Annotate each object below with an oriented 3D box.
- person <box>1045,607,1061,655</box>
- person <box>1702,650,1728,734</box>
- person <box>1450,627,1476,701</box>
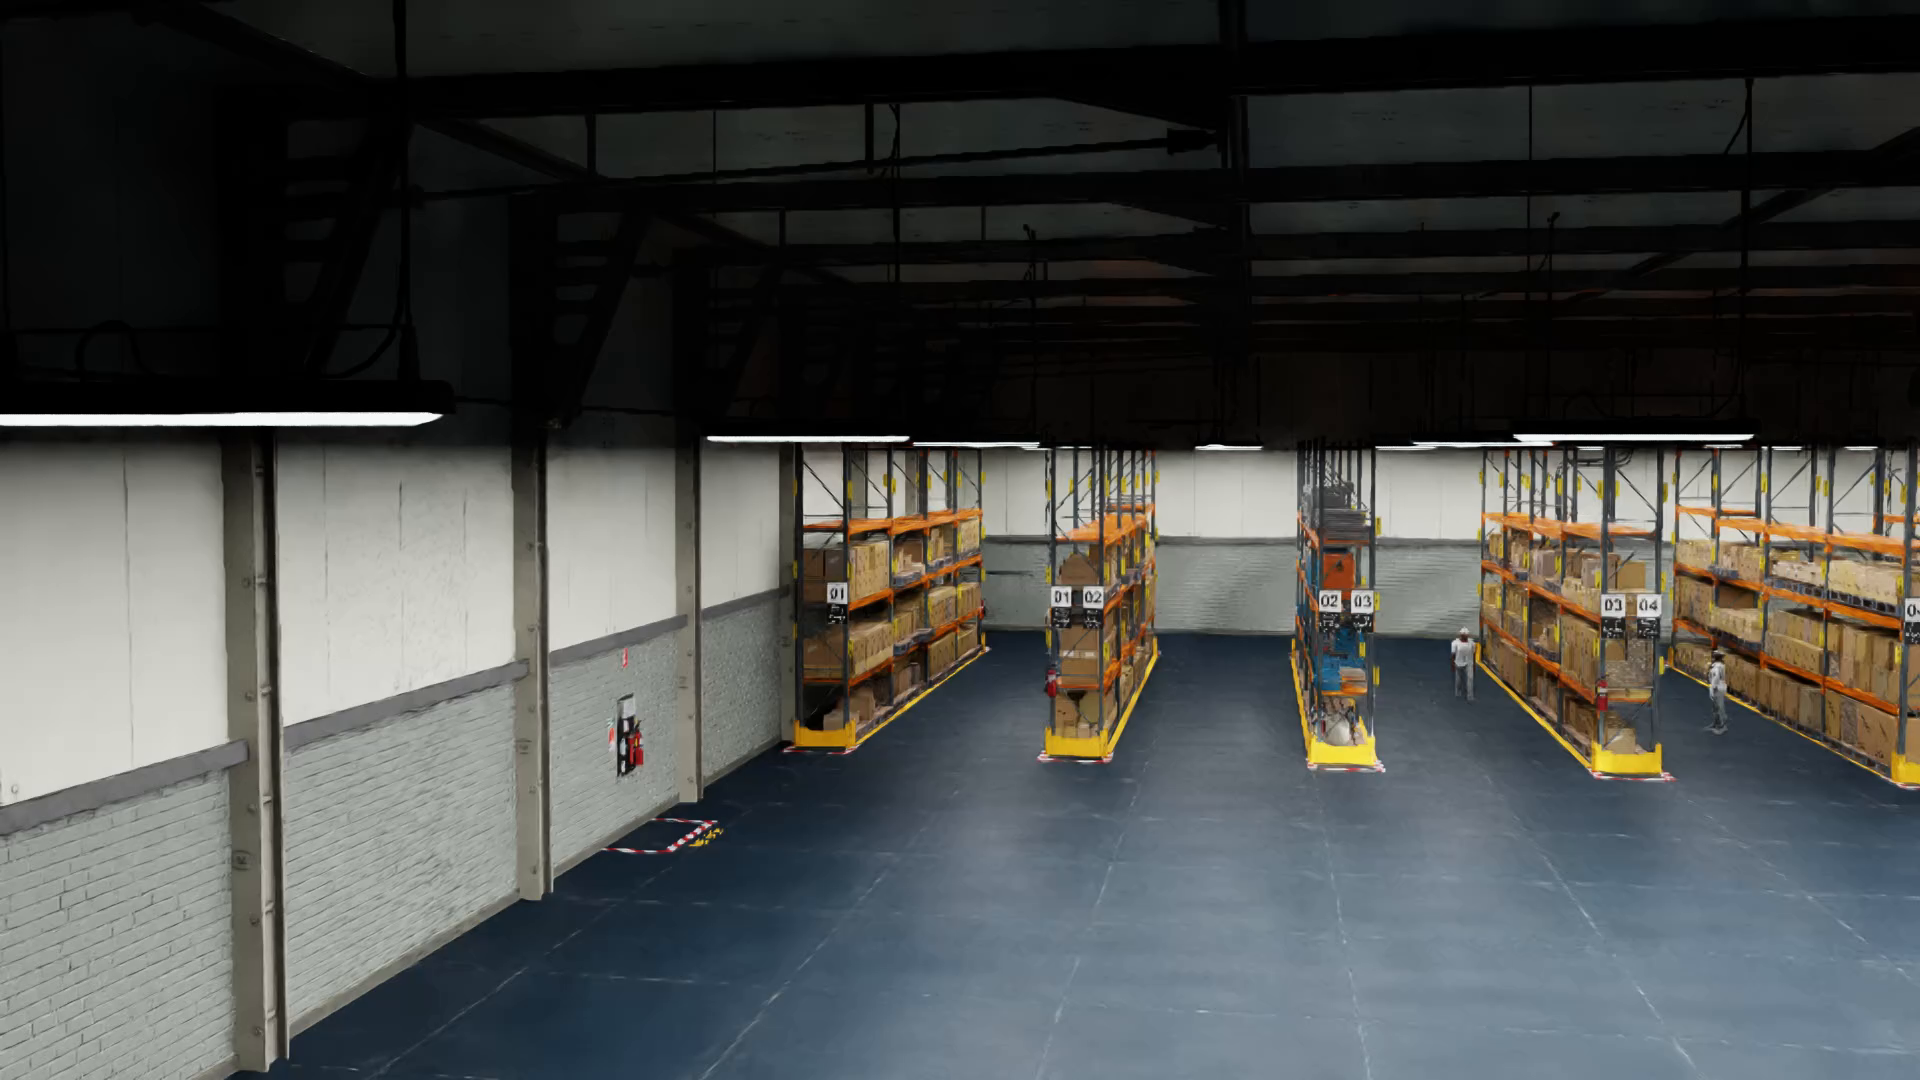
[{"bbox_3d":[2.699,2.431,47.000,0.592,1.629,0.531,0,3,8],"label":"person"},{"bbox_3d":[15.407,3.081,33.884,0.544,1.667,0.571,2,4,38],"label":"person"},{"bbox_3d":[11.625,2.807,38.430,0.577,1.638,0.942,1,3,12],"label":"person"}]
